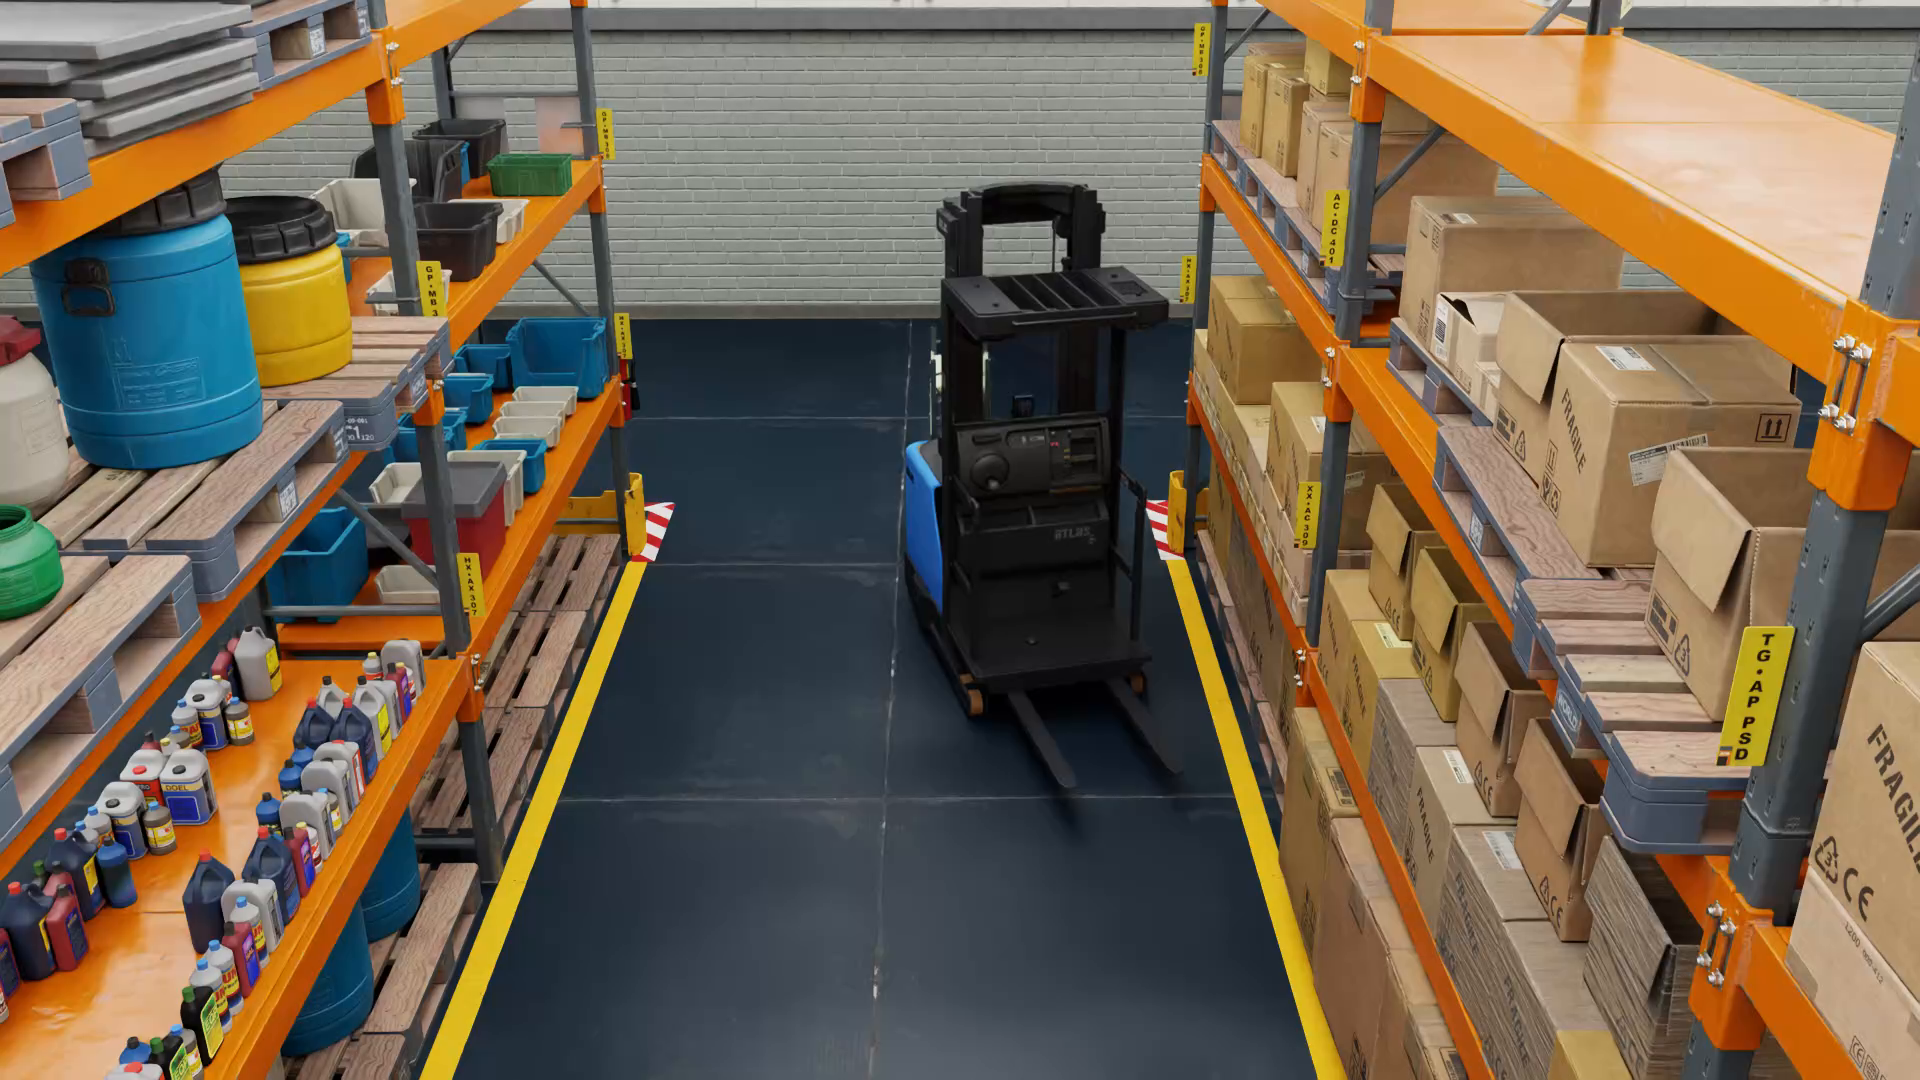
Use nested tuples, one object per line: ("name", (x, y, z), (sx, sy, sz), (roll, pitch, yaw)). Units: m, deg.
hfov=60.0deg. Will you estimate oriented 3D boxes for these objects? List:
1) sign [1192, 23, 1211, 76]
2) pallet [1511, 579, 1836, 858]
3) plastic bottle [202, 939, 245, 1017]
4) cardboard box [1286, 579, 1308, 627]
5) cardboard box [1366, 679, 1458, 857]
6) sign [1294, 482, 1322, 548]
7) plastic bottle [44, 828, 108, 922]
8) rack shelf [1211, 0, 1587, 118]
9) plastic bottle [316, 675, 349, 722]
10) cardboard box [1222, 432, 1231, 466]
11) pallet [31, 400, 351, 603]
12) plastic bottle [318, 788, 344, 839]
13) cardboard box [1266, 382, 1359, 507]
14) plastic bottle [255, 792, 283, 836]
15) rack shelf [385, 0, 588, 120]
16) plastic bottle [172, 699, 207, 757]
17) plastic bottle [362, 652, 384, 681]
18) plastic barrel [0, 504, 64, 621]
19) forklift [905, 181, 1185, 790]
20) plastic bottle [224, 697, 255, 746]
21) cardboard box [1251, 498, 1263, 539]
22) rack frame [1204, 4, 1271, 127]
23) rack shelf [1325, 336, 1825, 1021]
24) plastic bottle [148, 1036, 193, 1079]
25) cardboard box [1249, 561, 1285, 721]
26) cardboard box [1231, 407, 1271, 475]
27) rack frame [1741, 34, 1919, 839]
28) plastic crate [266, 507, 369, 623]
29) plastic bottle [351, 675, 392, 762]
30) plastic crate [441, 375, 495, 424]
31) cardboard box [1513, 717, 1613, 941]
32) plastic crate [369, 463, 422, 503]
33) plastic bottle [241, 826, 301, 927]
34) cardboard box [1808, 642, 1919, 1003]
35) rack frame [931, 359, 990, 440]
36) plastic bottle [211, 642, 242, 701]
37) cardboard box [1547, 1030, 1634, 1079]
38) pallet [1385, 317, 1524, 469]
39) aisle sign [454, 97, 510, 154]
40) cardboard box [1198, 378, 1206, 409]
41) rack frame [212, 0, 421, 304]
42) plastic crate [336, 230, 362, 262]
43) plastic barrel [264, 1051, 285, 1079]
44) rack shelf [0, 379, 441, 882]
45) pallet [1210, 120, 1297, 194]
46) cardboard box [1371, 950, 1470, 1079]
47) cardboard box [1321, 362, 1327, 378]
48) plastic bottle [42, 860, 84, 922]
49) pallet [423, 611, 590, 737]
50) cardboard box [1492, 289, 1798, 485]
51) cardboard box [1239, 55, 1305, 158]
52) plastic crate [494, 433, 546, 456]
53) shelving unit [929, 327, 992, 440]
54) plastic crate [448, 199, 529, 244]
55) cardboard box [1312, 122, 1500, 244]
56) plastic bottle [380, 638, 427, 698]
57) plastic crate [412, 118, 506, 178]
("sign", (1.543, -3.135, 10.627), (0.100, 0.325, 0.005), (0, 24, -1))
("pallet", (2.126, 0.417, 4.160), (1.213, 0.211, 1.003), (1, 24, 2))
("plastic bottle", (-2.432, 1.435, 5.476), (0.097, 0.271, 0.097), (0, 24, 0))
("cardboard box", (1.811, 0.305, 8.124), (0.380, 0.149, 0.250), (0, 24, 0))
("cardboard box", (1.908, 0.873, 6.442), (0.500, 0.500, 0.500), (-1, 24, -2))
("sign", (1.587, -0.113, 7.596), (0.100, 0.325, 0.005), (0, 24, -1))
("plastic bottle", (-3.174, 1.175, 5.955), (0.144, 0.351, 0.185), (0, 24, -1))
("rack shelf", (2.120, -2.733, 8.614), (1.077, 0.370, 4.000), (0, 24, -1))
("plastic bottle", (-2.618, 0.737, 6.923), (0.144, 0.351, 0.185), (0, 24, -1))
("cardboard box", (1.789, -0.542, 9.996), (0.380, 0.149, 0.250), (-1, 24, -1))
("pallet", (-2.689, -0.154, 5.423), (1.003, 0.211, 1.213), (0, 24, -1))
("plastic bottle", (-2.443, 1.050, 6.413), (0.097, 0.201, 0.097), (0, 24, 0))
("cardboard box", (1.868, -0.489, 8.485), (0.500, 0.500, 0.500), (0, 24, 0))
("plastic bottle", (-2.594, 1.074, 6.275), (0.097, 0.271, 0.097), (0, 24, 0))
("rack shelf", (-2.832, -2.711, 8.565), (1.077, 0.370, 4.000), (0, 24, -1))
("plastic bottle", (-3.209, 0.787, 6.910), (0.097, 0.271, 0.097), (0, 24, 0))
("plastic bottle", (-2.608, 0.597, 7.415), (0.097, 0.201, 0.097), (0, 24, 0))
("plastic barrel", (-2.549, 0.060, 4.399), (0.294, 0.245, 0.294), (0, 24, 0))
("forklift", (0.494, -0.467, 9.610), (1.130, 2.935, 3.031), (-6, 25, -13))
("plastic bottle", (-3.058, 0.762, 7.049), (0.097, 0.201, 0.097), (0, 24, 0))
("cardboard box", (1.800, -0.119, 9.062), (0.380, 0.149, 0.250), (0, 24, 0))
("rack frame", (2.098, -4.067, 10.206), (1.000, 3.000, 0.127), (0, 24, -1))
("rack shelf", (2.164, 0.100, 5.506), (1.077, 0.370, 4.000), (0, 24, -1))
("plastic bottle", (-2.409, 1.612, 5.070), (0.061, 0.283, 0.133), (0, 24, -1))
("cardboard box", (2.205, 0.448, 9.571), (0.875, 0.875, 0.875), (0, 24, -1))
("cardboard box", (1.859, -0.566, 9.565), (0.500, 0.250, 0.500), (-1, 24, -2))
("rack frame", (2.186, -0.771, 2.917), (1.000, 3.000, 0.127), (0, 24, -1))
("plastic crate", (-3.157, 0.126, 8.161), (0.392, 0.384, 0.575), (0, 24, -1))
("plastic bottle", (-2.473, 0.737, 6.924), (0.144, 0.351, 0.185), (0, 24, -1))
("plastic crate", (-3.174, -0.888, 10.587), (0.416, 0.233, 0.300), (0, 24, -1))
("cardboard box", (2.190, 0.890, 5.186), (0.797, 0.503, 0.637), (0, 24, 1))
("plastic crate", (-3.130, -0.286, 9.374), (0.293, 0.136, 0.466), (0, 24, -1))
("plastic bottle", (-2.461, 1.191, 5.921), (0.144, 0.351, 0.185), (0, 24, -1))
("cardboard box", (1.934, 0.518, 2.981), (0.500, 0.500, 0.500), (0, 24, 0))
("rack frame", (0.004, -0.530, 11.485), (0.400, 1.500, 0.023), (0, 24, -1))
("plastic bottle", (-3.232, 0.598, 7.313), (0.061, 0.283, 0.133), (0, 24, -1))
("cardboard box", (1.933, 1.715, 4.580), (0.500, 0.500, 0.500), (0, 24, 1))
("pallet", (2.201, -0.587, 6.384), (0.805, 0.209, 1.217), (-1, 24, -3))
("aisle sign", (-3.152, -2.524, 10.920), (0.394, 0.787, 0.004), (0, 24, -1))
("cardboard box", (1.777, -0.966, 10.933), (0.380, 0.149, 0.250), (-1, 24, -1))
("rack frame", (-2.811, -2.397, 6.512), (1.000, 3.000, 0.127), (0, 24, -1))
("plastic crate", (-3.205, -1.432, 8.340), (0.293, 0.136, 0.466), (0, 24, -1))
("plastic barrel", (-2.897, 2.028, 6.518), (0.421, 0.512, 0.421), (0, 24, 0))
("rack shelf", (-2.789, 0.122, 5.456), (1.077, 0.370, 4.000), (0, 24, -1))
("pallet", (2.117, -2.354, 10.166), (1.003, 0.211, 1.213), (0, 24, -1))
("cardboard box", (2.197, 2.088, 5.946), (1.225, 0.875, 0.875), (0, 24, 0))
("cardboard box", (2.374, -0.993, 10.511), (0.500, 0.250, 0.500), (-1, 24, -1))
("plastic bottle", (-3.153, 1.271, 5.824), (0.061, 0.283, 0.133), (0, 24, -1))
("pallet", (-2.874, 0.801, 10.107), (1.003, 0.211, 1.213), (0, 24, -1))
("cardboard box", (2.142, -0.484, 5.288), (0.797, 0.503, 0.637), (-1, 24, -1))
("cardboard box", (2.043, -2.536, 9.709), (0.700, 0.500, 0.500), (-1, 24, -2))
("plastic crate", (-2.626, -0.527, 9.906), (0.298, 0.136, 0.250), (0, 24, -1))
("shelving unit", (0.000, -0.681, 11.818), (0.431, 1.500, 0.755), (0, 24, -1))
("plastic crate", (-2.584, -1.708, 8.949), (0.437, 0.136, 0.530), (0, 24, -1))
("cardboard box", (2.073, -1.657, 7.764), (0.700, 0.500, 0.500), (-2, 24, -4))
("plastic bottle", (-2.483, 0.554, 7.418), (0.152, 0.276, 0.135), (0, 24, -1))
("plastic crate", (-3.129, -2.459, 10.448), (0.497, 0.269, 0.590), (0, 24, -1))
